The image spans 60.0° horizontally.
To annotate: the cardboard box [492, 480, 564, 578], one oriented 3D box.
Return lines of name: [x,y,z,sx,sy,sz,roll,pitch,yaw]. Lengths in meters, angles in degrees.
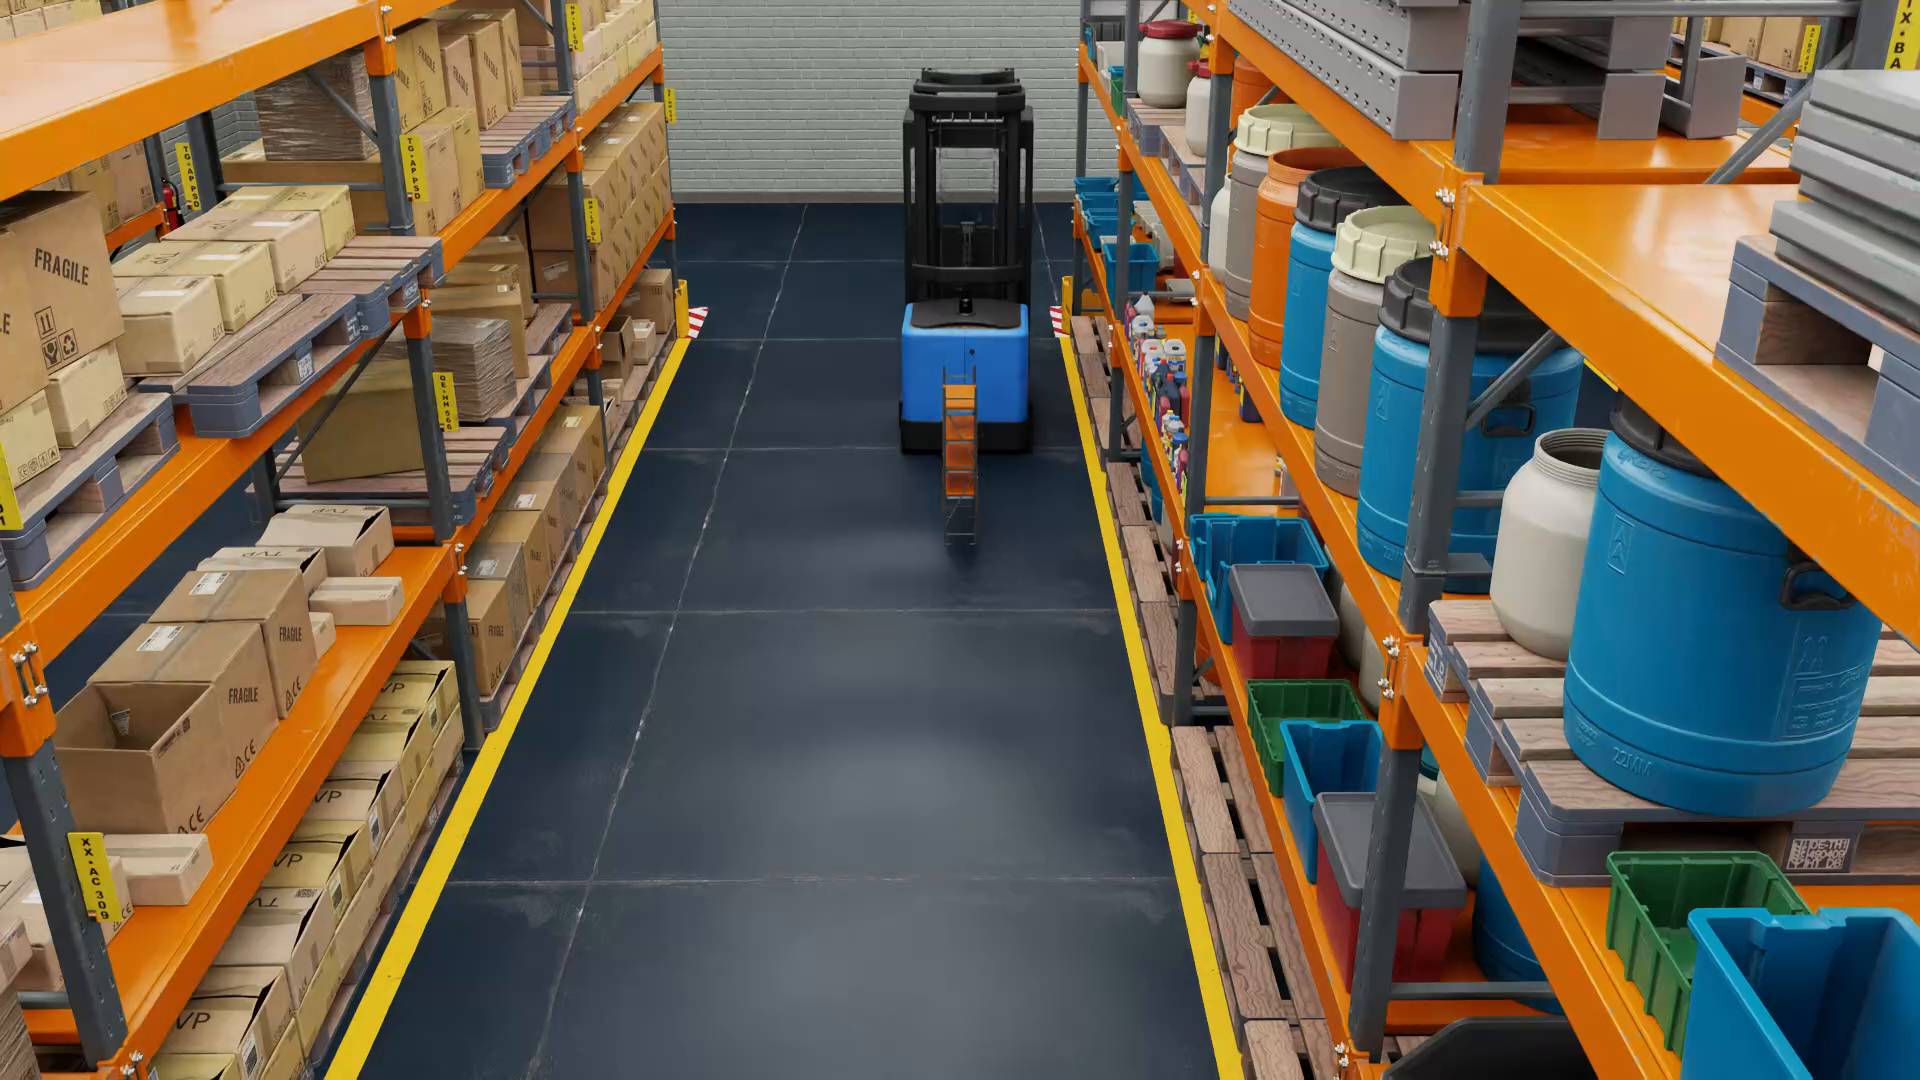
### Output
cardboard box: [-2.976,-0.072,11.152,0.500,0.500,0.500,-1,24,-2]

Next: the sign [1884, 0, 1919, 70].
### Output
sign: [2.313,-1.193,4.105,0.100,0.325,0.005,0,24,-1]

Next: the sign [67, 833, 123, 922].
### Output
sign: [-2.635,1.030,5.069,0.100,0.325,0.005,0,24,-1]

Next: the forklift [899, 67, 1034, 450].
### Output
forklift: [0.074,-2.632,14.396,1.130,2.935,3.031,1,24,1]

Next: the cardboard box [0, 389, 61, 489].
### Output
cardboard box: [-3.187,-0.280,5.144,0.500,0.250,0.500,2,24,5]

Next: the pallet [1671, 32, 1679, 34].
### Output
pallet: [6.603,-4.545,15.009,1.003,0.211,1.213,0,24,-1]

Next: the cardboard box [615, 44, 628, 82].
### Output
cardboard box: [-3.050,-3.951,13.770,0.500,0.250,0.500,0,24,-1]

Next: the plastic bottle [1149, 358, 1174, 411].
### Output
plastic bottle: [1.312,-1.015,10.798,0.144,0.351,0.185,0,24,-1]

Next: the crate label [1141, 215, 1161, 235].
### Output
crate label: [1.838,-2.839,15.019,0.396,0.136,0.243,0,24,-1]

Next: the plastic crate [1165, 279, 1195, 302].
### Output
plastic crate: [1.813,-1.953,13.059,0.396,0.136,0.243,0,24,-1]

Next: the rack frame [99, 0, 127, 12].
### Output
rack frame: [-8.274,-6.191,14.901,1.000,3.000,0.127,0,24,-1]

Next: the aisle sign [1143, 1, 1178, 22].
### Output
aisle sign: [1.924,-4.717,15.768,0.394,0.787,0.004,0,24,-1]

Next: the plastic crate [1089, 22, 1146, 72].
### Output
plastic crate: [1.374,-4.209,14.236,0.504,0.338,0.767,0,24,-1]

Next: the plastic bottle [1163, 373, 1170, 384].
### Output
plastic bottle: [1.333,-0.919,10.667,0.061,0.283,0.133,0,24,-1]

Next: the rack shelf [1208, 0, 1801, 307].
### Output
rack shelf: [1.741,-1.604,6.119,1.077,0.370,4.000,0,24,-1]

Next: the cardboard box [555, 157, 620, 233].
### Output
cardboard box: [-3.007,-2.742,13.221,0.500,0.500,0.500,-1,24,-2]

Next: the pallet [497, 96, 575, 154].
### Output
pallet: [-3.341,-2.845,11.371,1.213,0.211,1.003,0,24,-1]

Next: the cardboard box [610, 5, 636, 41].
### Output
cardboard box: [-3.053,-4.384,14.123,0.500,0.250,0.500,0,24,-1]

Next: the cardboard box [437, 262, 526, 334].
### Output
cardboard box: [-3.425,-1.590,11.379,0.700,0.500,0.500,4,25,8]

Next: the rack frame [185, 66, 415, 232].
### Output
rack frame: [-3.234,-2.918,7.665,1.000,3.000,0.127,0,24,-1]

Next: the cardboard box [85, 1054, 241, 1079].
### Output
cardboard box: [-2.946,2.098,6.000,0.500,0.311,0.500,0,24,0]

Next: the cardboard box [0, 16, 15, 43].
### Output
cardboard box: [-7.979,-4.051,13.362,0.500,0.250,0.500,-1,24,-2]

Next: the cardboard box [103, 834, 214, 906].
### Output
cardboard box: [-2.995,1.212,6.118,0.380,0.149,0.250,0,24,-1]

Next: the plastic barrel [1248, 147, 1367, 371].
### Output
plastic barrel: [1.518,-1.159,6.894,0.600,0.830,0.708,0,24,-1]

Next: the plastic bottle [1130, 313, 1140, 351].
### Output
plastic bottle: [1.275,-1.499,11.964,0.097,0.271,0.097,0,24,0]

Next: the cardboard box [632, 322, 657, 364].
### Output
cardboard box: [-3.088,-1.814,15.307,0.500,0.250,0.500,0,24,-1]

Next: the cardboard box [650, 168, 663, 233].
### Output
cardboard box: [-3.035,-3.129,15.291,0.500,0.500,0.500,0,24,0]

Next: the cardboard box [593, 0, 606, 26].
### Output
cardboard box: [-3.196,-4.313,13.056,0.700,0.500,0.500,0,24,-1]

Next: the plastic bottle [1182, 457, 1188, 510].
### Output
plastic bottle: [1.288,-0.317,9.335,0.061,0.283,0.133,0,24,-1]

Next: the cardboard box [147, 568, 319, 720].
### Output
cardboard box: [-3.199,0.461,7.352,0.500,0.500,0.500,-2,24,-3]

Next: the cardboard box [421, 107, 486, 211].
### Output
cardboard box: [-3.284,-2.201,9.598,0.910,0.500,0.500,0,24,-1]

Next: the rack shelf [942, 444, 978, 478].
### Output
rack shelf: [-0.002,-0.554,12.065,0.258,0.148,0.480,0,24,-1]

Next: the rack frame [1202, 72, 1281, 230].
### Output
rack frame: [1.719,-2.939,7.711,1.000,3.000,0.127,0,24,-1]

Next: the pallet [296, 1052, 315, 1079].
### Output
pallet: [-3.237,2.431,6.502,1.003,0.211,1.213,0,24,-1]

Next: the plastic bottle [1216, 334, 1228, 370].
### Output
plastic bottle: [1.871,-1.377,11.597,0.144,0.351,0.185,0,24,-1]

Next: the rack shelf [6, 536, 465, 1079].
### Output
rack shelf: [-3.212,0.967,7.227,1.077,0.370,4.000,0,24,-1]

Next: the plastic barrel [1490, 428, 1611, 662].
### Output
plastic barrel: [1.571,0.012,4.181,0.421,0.512,0.421,0,24,0]

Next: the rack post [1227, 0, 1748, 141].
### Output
rack post: [1.655,-2.192,5.818,1.013,1.000,3.121,0,24,-1]

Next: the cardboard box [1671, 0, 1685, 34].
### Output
cardboard box: [6.530,-4.727,14.552,0.700,0.500,0.500,-1,24,-2]

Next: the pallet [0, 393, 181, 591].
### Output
pallet: [-3.213,-0.179,5.481,0.805,0.209,1.217,-1,24,-3]

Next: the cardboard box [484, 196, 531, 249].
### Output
cardboard box: [-3.542,-2.541,12.777,0.500,0.500,0.500,0,24,0]

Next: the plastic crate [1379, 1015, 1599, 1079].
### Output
plastic crate: [1.641,1.688,4.837,0.767,0.338,0.504,0,24,-1]

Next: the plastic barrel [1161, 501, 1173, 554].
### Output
plastic barrel: [1.589,-0.162,11.361,0.421,0.512,0.421,0,24,0]

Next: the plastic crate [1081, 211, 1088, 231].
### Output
plastic crate: [1.234,-2.894,15.138,0.250,0.136,0.298,0,24,-1]

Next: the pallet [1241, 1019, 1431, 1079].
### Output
pallet: [1.716,2.390,6.592,1.003,0.211,1.213,0,24,-1]

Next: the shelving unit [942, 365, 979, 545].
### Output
shelving unit: [-0.002,-0.615,12.037,0.258,1.200,0.503,0,24,-1]

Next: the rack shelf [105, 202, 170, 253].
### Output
rack shelf: [-8.253,-2.305,14.463,1.077,0.370,4.000,0,24,-1]

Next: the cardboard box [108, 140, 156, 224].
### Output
cardboard box: [-8.259,-3.384,15.611,0.980,0.700,0.700,1,24,2]

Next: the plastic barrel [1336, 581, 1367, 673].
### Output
plastic barrel: [1.949,0.340,7.605,0.421,0.512,0.421,0,24,0]

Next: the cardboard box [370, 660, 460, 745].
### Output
cardboard box: [-2.982,0.836,8.791,0.500,0.311,0.500,0,24,1]

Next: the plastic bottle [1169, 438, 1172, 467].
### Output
plastic bottle: [1.300,-0.542,9.934,0.097,0.201,0.097,0,24,0]

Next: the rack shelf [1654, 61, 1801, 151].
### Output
rack shelf: [6.606,-3.739,13.993,1.077,0.370,4.000,0,24,-1]

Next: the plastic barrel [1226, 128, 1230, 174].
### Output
plastic barrel: [1.561,-2.141,9.246,0.301,0.262,0.301,0,24,0]

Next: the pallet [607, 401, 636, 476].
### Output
pallet: [-3.284,-0.845,13.746,1.003,0.211,1.213,0,24,-1]

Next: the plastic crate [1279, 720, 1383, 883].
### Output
plastic crate: [1.440,0.997,6.308,0.392,0.384,0.575,0,24,-1]

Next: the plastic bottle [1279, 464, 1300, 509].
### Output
plastic bottle: [1.886,-0.328,9.368,0.152,0.276,0.135,0,24,-1]

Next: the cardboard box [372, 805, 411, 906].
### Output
cardboard box: [-2.973,1.512,7.976,0.500,0.250,0.500,0,24,1]
